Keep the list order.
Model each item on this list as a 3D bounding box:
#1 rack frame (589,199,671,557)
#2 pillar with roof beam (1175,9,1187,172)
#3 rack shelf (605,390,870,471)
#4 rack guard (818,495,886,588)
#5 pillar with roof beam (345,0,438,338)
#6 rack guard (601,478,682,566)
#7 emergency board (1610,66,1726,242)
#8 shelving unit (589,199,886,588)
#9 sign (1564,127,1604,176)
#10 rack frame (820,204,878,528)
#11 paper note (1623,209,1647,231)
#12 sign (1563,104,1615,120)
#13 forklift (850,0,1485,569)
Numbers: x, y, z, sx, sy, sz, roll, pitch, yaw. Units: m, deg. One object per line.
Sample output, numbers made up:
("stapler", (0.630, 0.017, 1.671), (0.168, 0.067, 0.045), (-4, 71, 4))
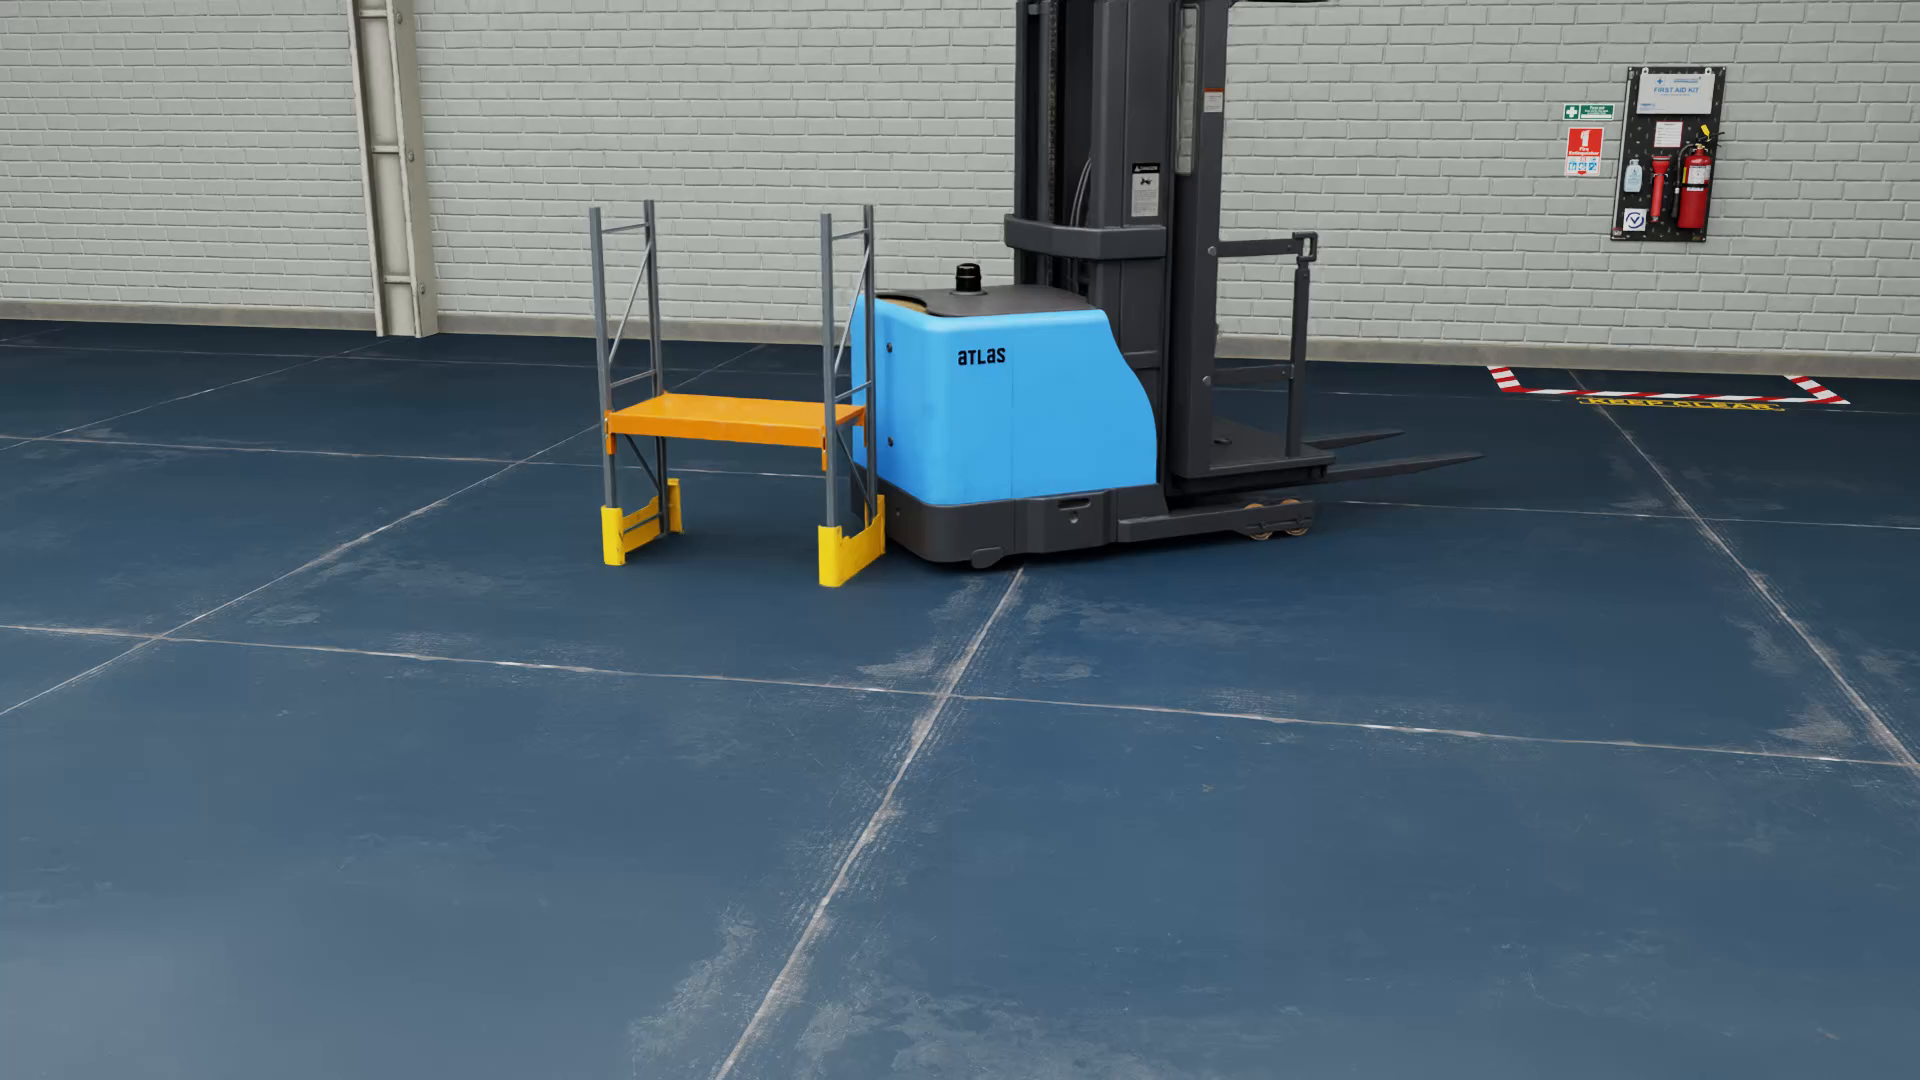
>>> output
("rack frame", (-1.416, -0.690, 7.173), (0.032, 1.500, 0.500), (5, 16, 18))
("pillar with roof beam", (0.531, -4.567, 7.123), (0.400, 9.000, 9.100), (3, 16, 11))
("rack shelf", (-0.933, -0.474, 7.068), (1.000, 0.185, 0.538), (5, 16, 18))
("rack guard", (-0.451, -0.003, 7.034), (0.087, 0.250, 0.587), (5, 16, 18))
("pillar with roof beam", (-5.349, -4.886, 8.276), (0.400, 9.000, 9.100), (3, 16, 11))
("rack guard", (-1.397, -0.086, 7.334), (0.087, 0.250, 0.587), (5, 16, 18))
("emergency board", (4.854, -2.625, 11.348), (0.643, 1.169, 0.194), (3, 16, 11))
("shelving unit", (-0.924, -0.647, 7.017), (1.083, 1.500, 0.587), (5, 16, 18))
("sign", (4.333, -2.698, 11.547), (0.234, 0.329, 0.001), (3, 16, 11))
("rack frame", (-0.450, -0.605, 6.867), (0.032, 1.500, 0.500), (5, 16, 18))
("paper note", (4.695, -2.228, 11.565), (0.142, 0.148, 0.016), (3, 16, 11))
("sign", (4.336, -2.951, 11.467), (0.331, 0.109, 0.001), (3, 16, 11))
("forklift", (1.057, -1.531, 7.530), (3.031, 2.935, 1.130), (-7, 17, -23))
